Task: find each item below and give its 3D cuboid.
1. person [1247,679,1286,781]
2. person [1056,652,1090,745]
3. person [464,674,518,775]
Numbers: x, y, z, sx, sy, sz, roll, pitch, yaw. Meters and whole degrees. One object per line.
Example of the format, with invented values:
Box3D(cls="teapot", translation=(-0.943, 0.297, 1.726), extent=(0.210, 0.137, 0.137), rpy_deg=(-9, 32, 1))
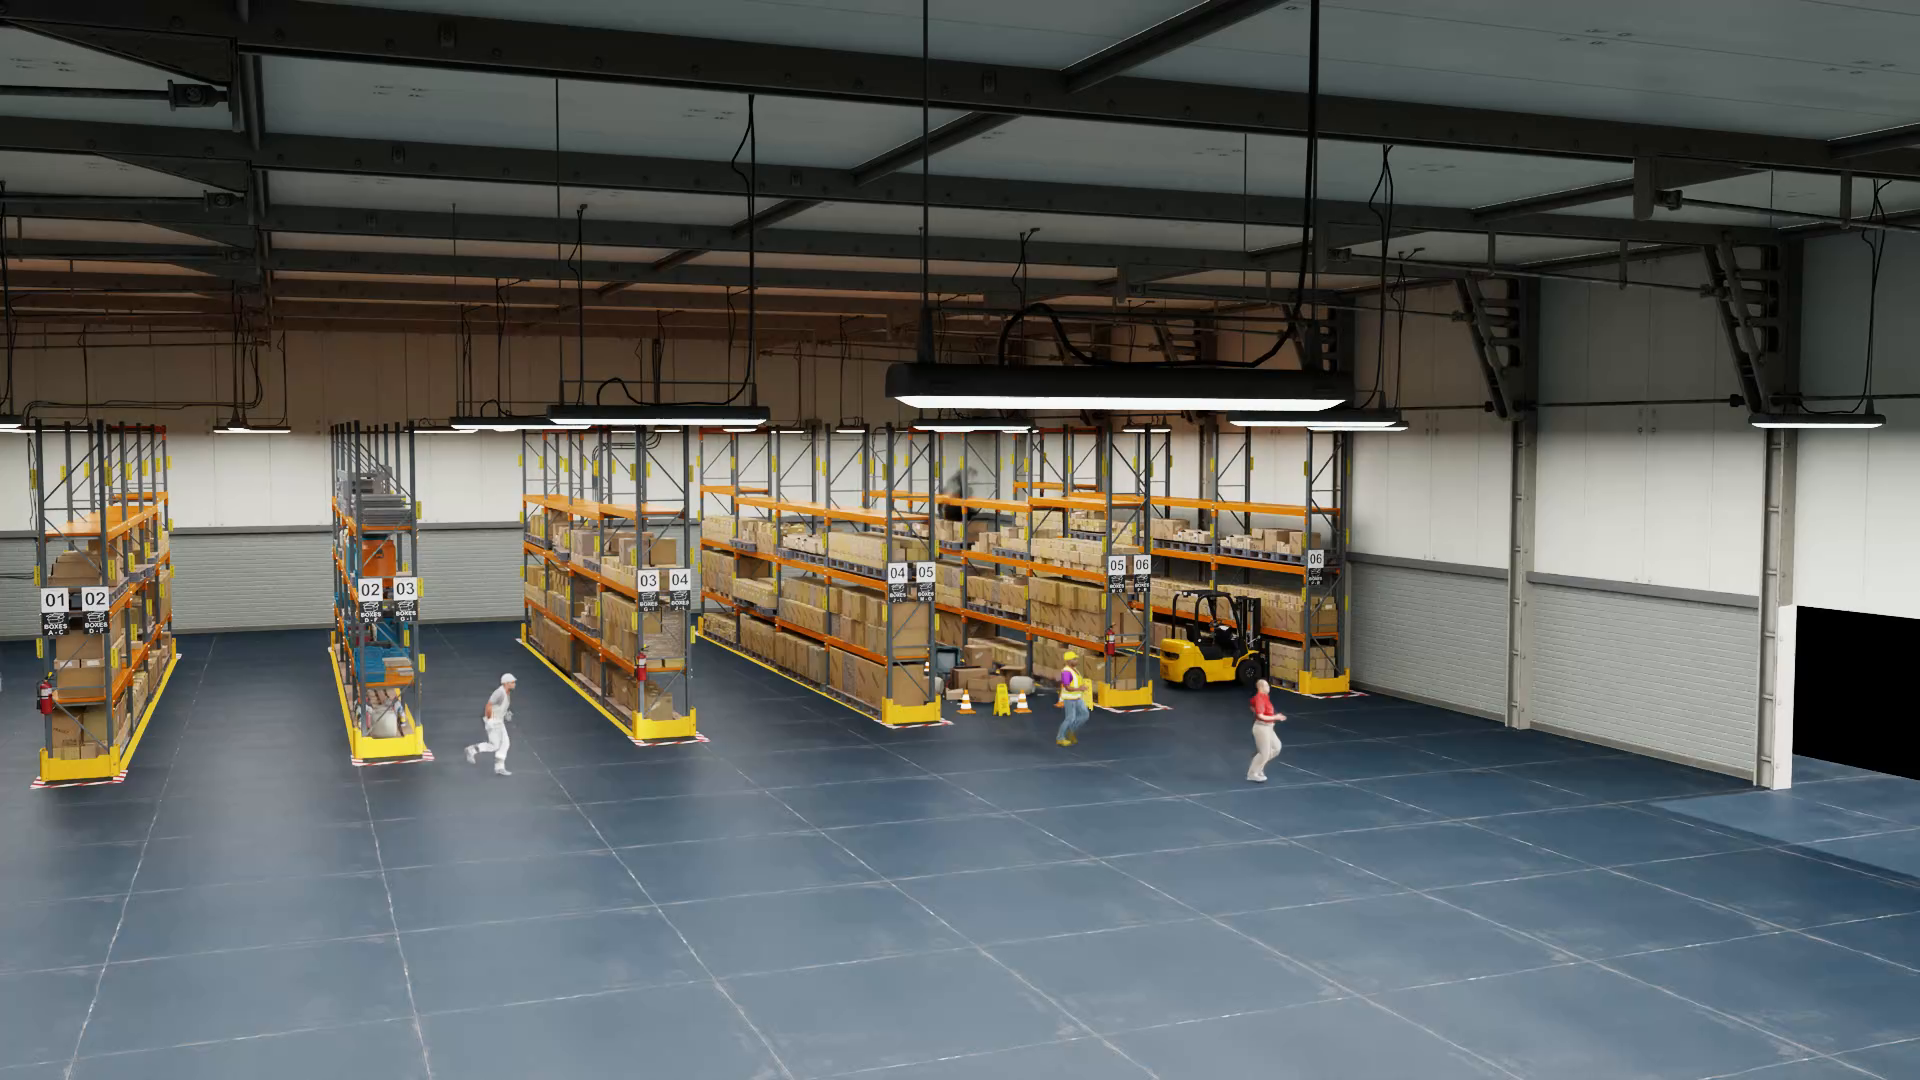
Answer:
Box3D(cls="person", translation=(5.080, 3.156, 27.503), extent=(0.645, 1.702, 0.622), rpy_deg=(1, 4, 15))
Box3D(cls="person", translation=(2.098, 2.924, 30.655), extent=(0.666, 1.742, 0.677), rpy_deg=(2, 4, 26))
Box3D(cls="person", translation=(-7.943, 3.124, 28.199), extent=(0.910, 1.722, 0.659), rpy_deg=(0, 4, -5))
